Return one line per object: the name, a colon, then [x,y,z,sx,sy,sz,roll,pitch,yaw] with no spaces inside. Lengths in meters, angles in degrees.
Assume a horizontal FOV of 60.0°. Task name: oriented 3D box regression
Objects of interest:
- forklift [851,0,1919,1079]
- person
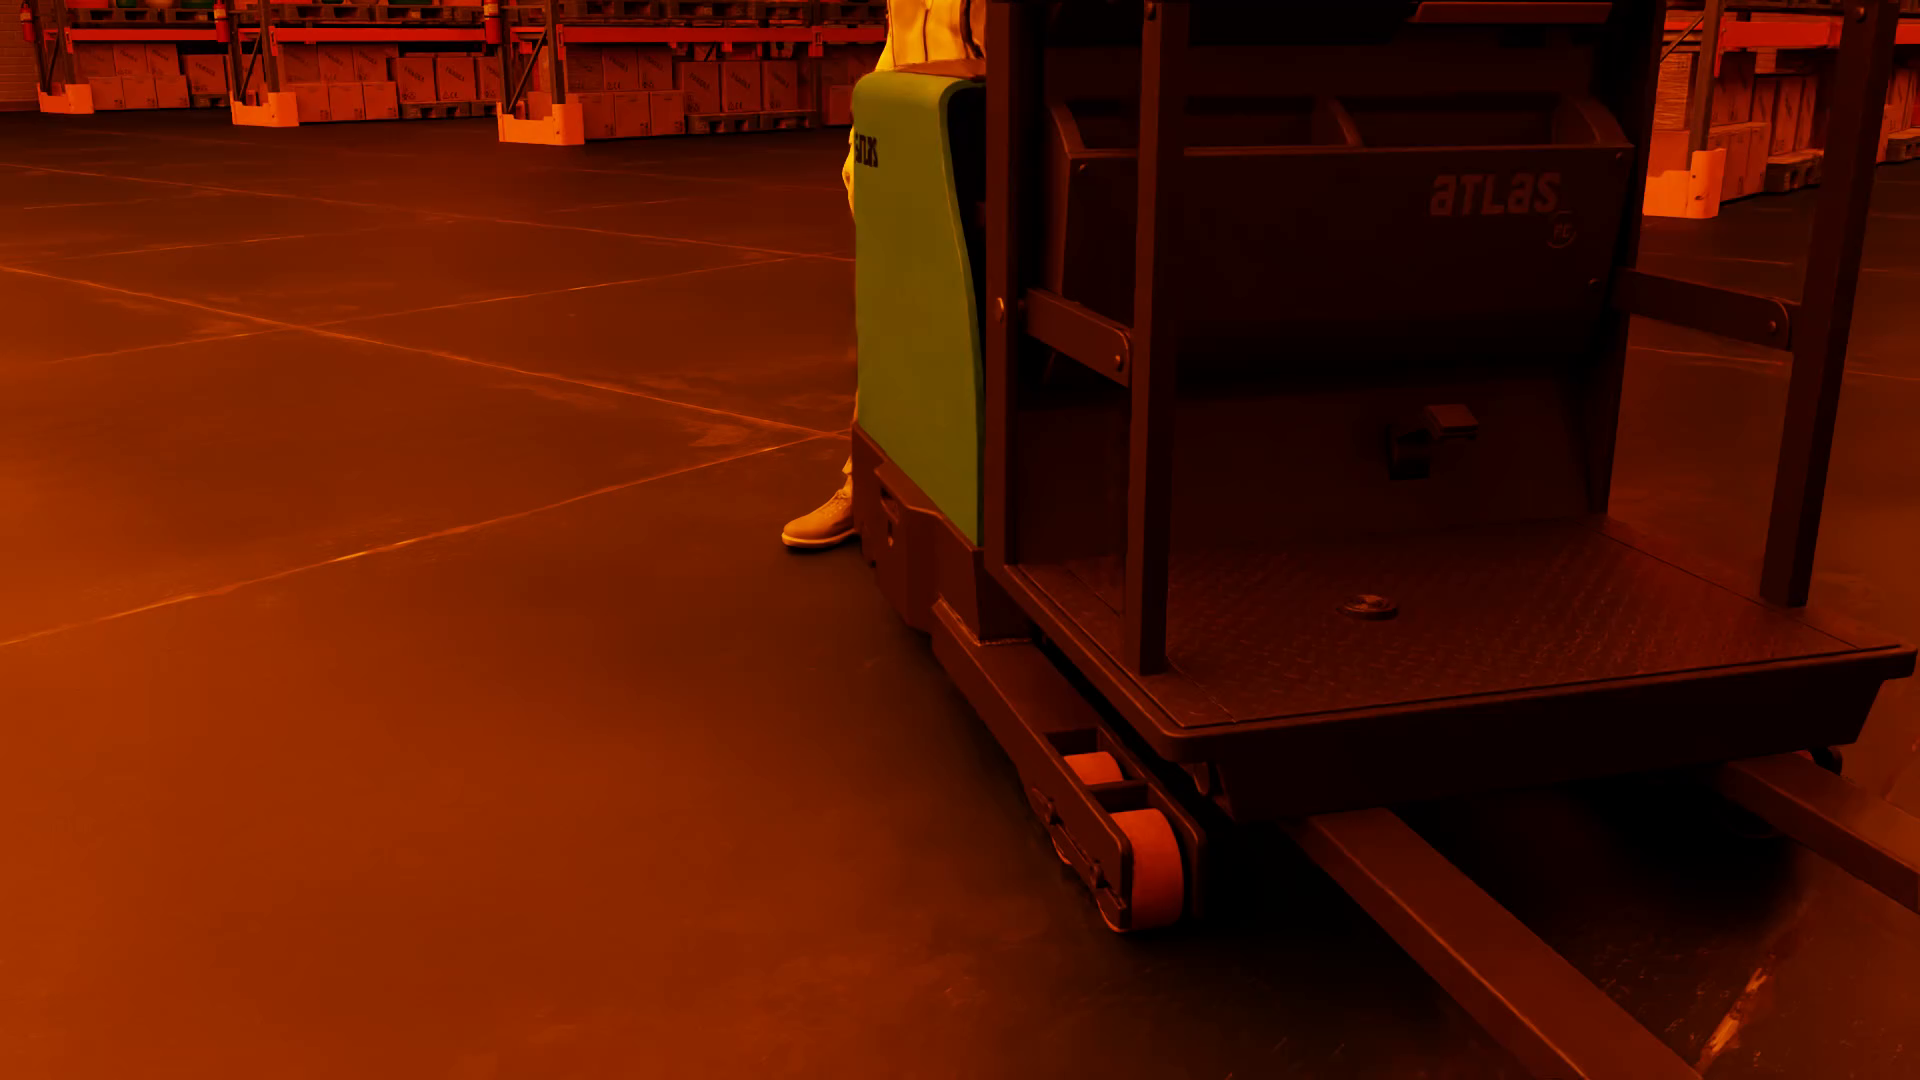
forklift: [0.642,-1.004,2.204,1.130,2.935,3.031,-5,17,-15]
person: [-0.049,-0.804,3.647,0.586,1.694,0.530,13,21,37]
